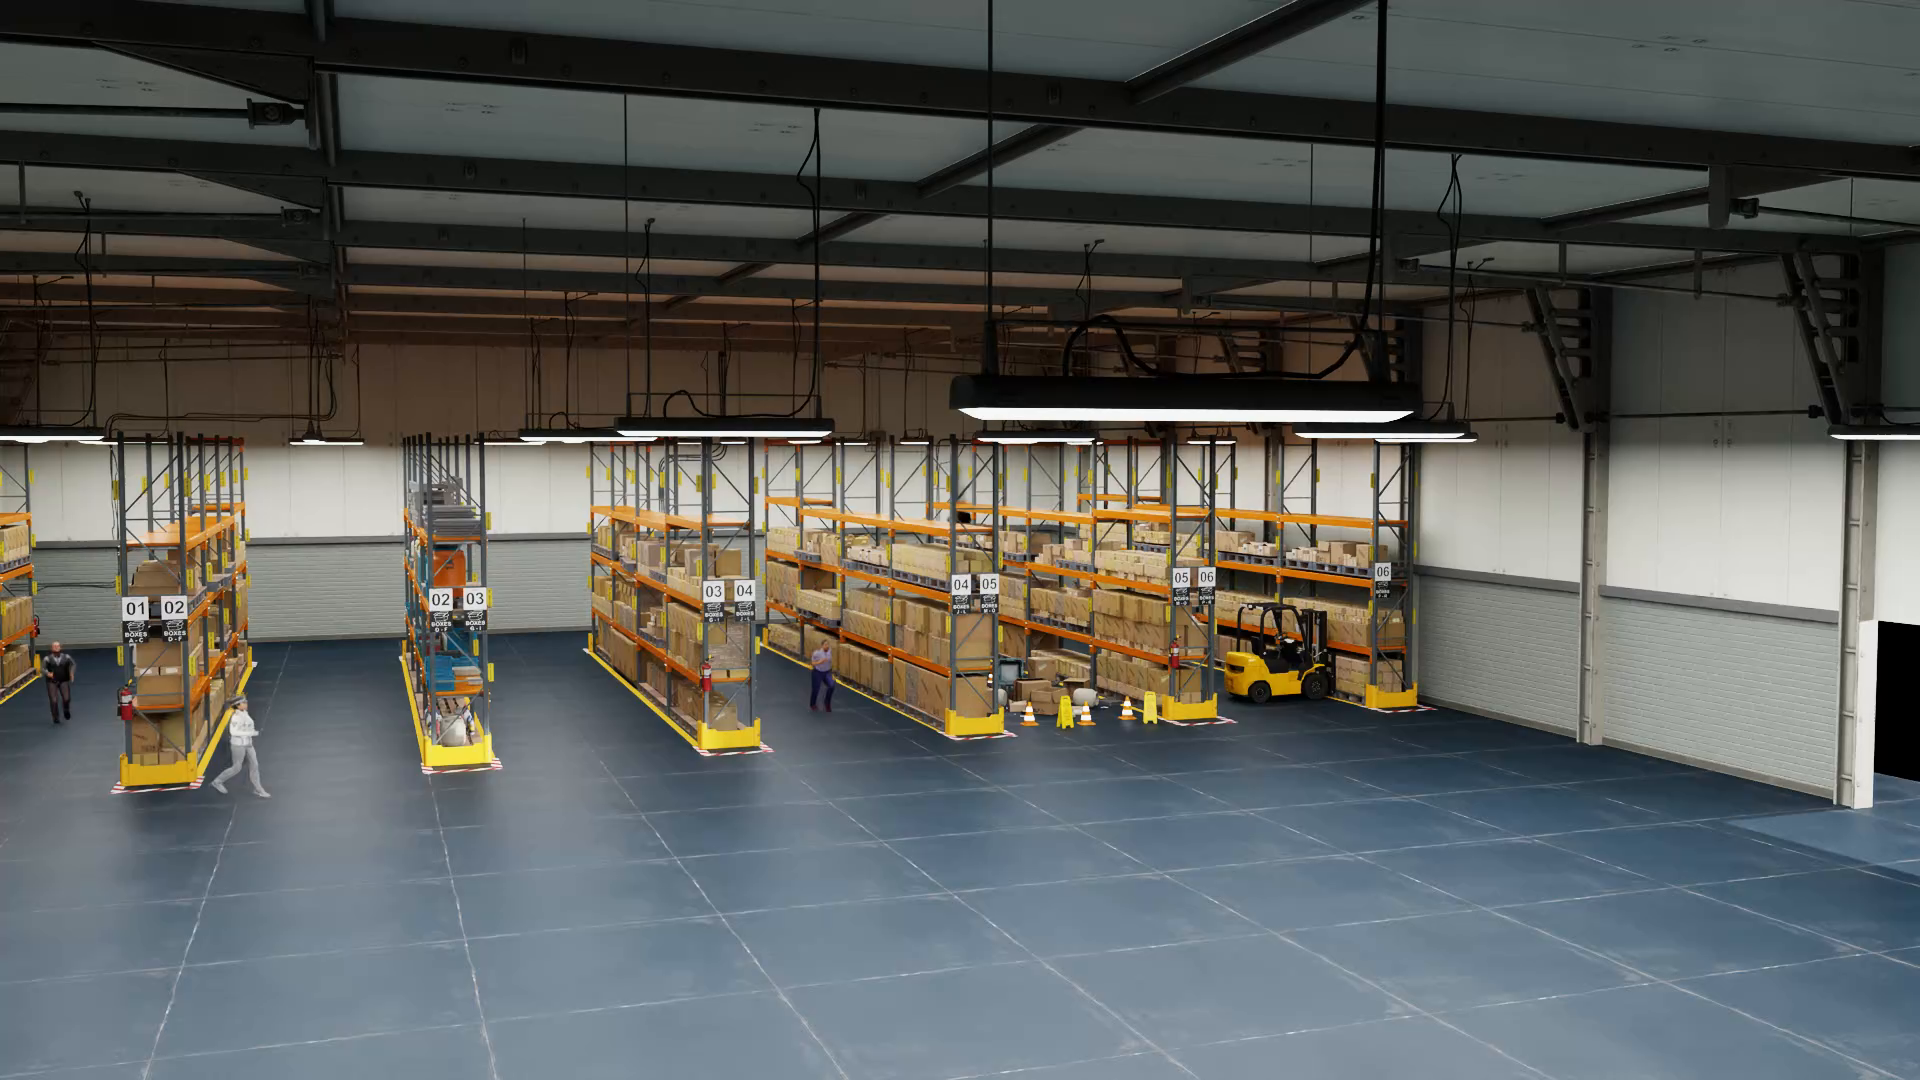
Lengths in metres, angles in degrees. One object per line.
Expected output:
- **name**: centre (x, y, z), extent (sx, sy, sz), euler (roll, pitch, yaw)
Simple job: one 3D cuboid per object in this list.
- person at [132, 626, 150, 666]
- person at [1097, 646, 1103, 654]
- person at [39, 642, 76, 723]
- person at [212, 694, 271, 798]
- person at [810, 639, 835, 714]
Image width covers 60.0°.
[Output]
- **person**: centre (-19.128, 2.669, 38.910), extent (0.673, 1.841, 0.951), euler (-2, 4, -26)
- **person**: centre (3.824, 2.442, 43.331), extent (0.660, 1.809, 0.878), euler (-1, 3, -18)
- **person**: centre (-18.701, 2.969, 34.503), extent (0.691, 1.682, 0.577), euler (-2, 4, -32)
- **person**: centre (-11.740, 3.364, 27.125), extent (0.924, 1.711, 0.613), euler (0, 3, 2)
- **person**: centre (-2.994, 2.931, 35.856), extent (0.593, 1.625, 0.893), euler (-2, 4, -29)
